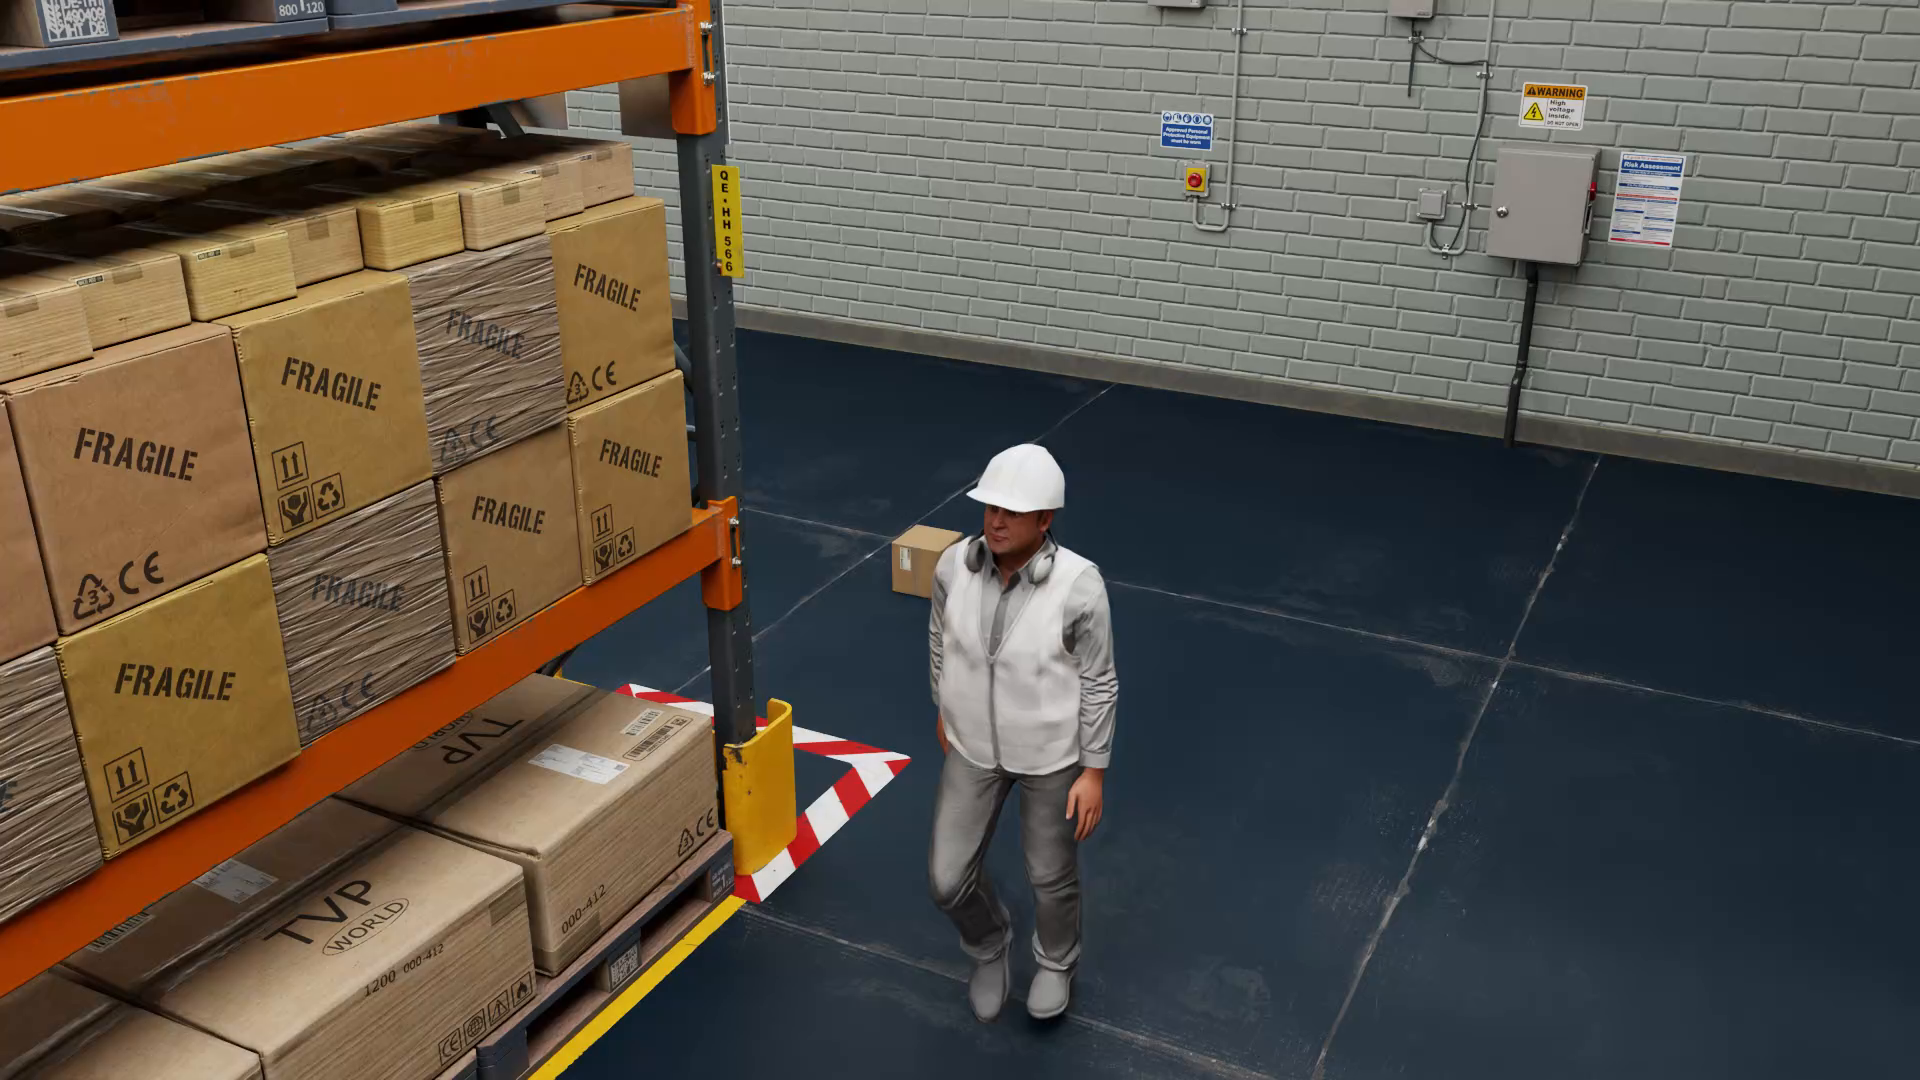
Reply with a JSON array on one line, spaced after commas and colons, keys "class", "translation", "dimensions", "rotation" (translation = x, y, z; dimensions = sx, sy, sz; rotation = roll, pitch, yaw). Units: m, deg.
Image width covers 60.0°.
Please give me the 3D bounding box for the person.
[{"class": "person", "translation": [0.151, 0.585, 4.631], "dimensions": [0.589, 1.797, 0.504], "rotation": [9, 24, 20]}]
